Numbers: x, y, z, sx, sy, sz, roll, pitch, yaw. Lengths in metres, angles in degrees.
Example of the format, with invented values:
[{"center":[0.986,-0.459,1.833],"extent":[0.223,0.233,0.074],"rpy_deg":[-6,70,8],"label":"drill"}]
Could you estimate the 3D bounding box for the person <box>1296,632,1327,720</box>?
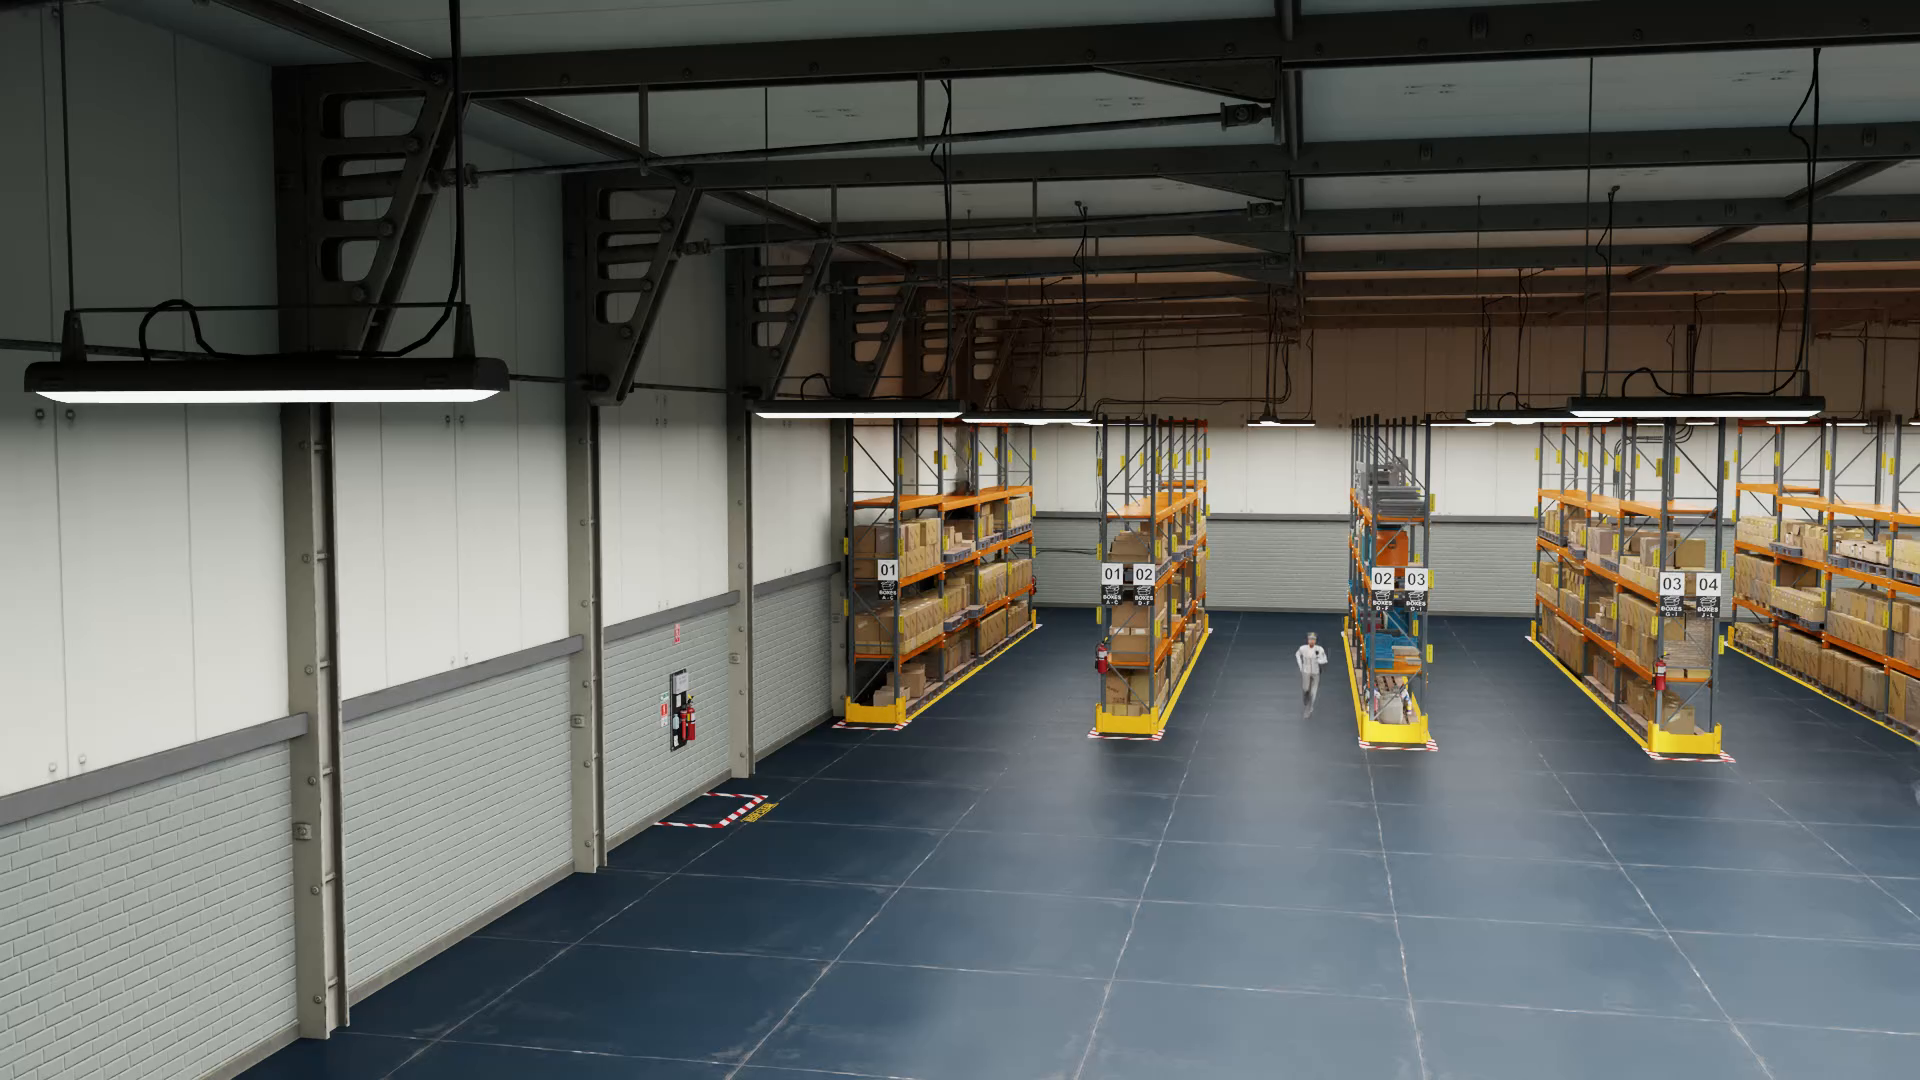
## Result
[{"center":[7.006,2.688,33.121],"extent":[0.589,1.741,0.779],"rpy_deg":[1,4,8],"label":"person"}]
